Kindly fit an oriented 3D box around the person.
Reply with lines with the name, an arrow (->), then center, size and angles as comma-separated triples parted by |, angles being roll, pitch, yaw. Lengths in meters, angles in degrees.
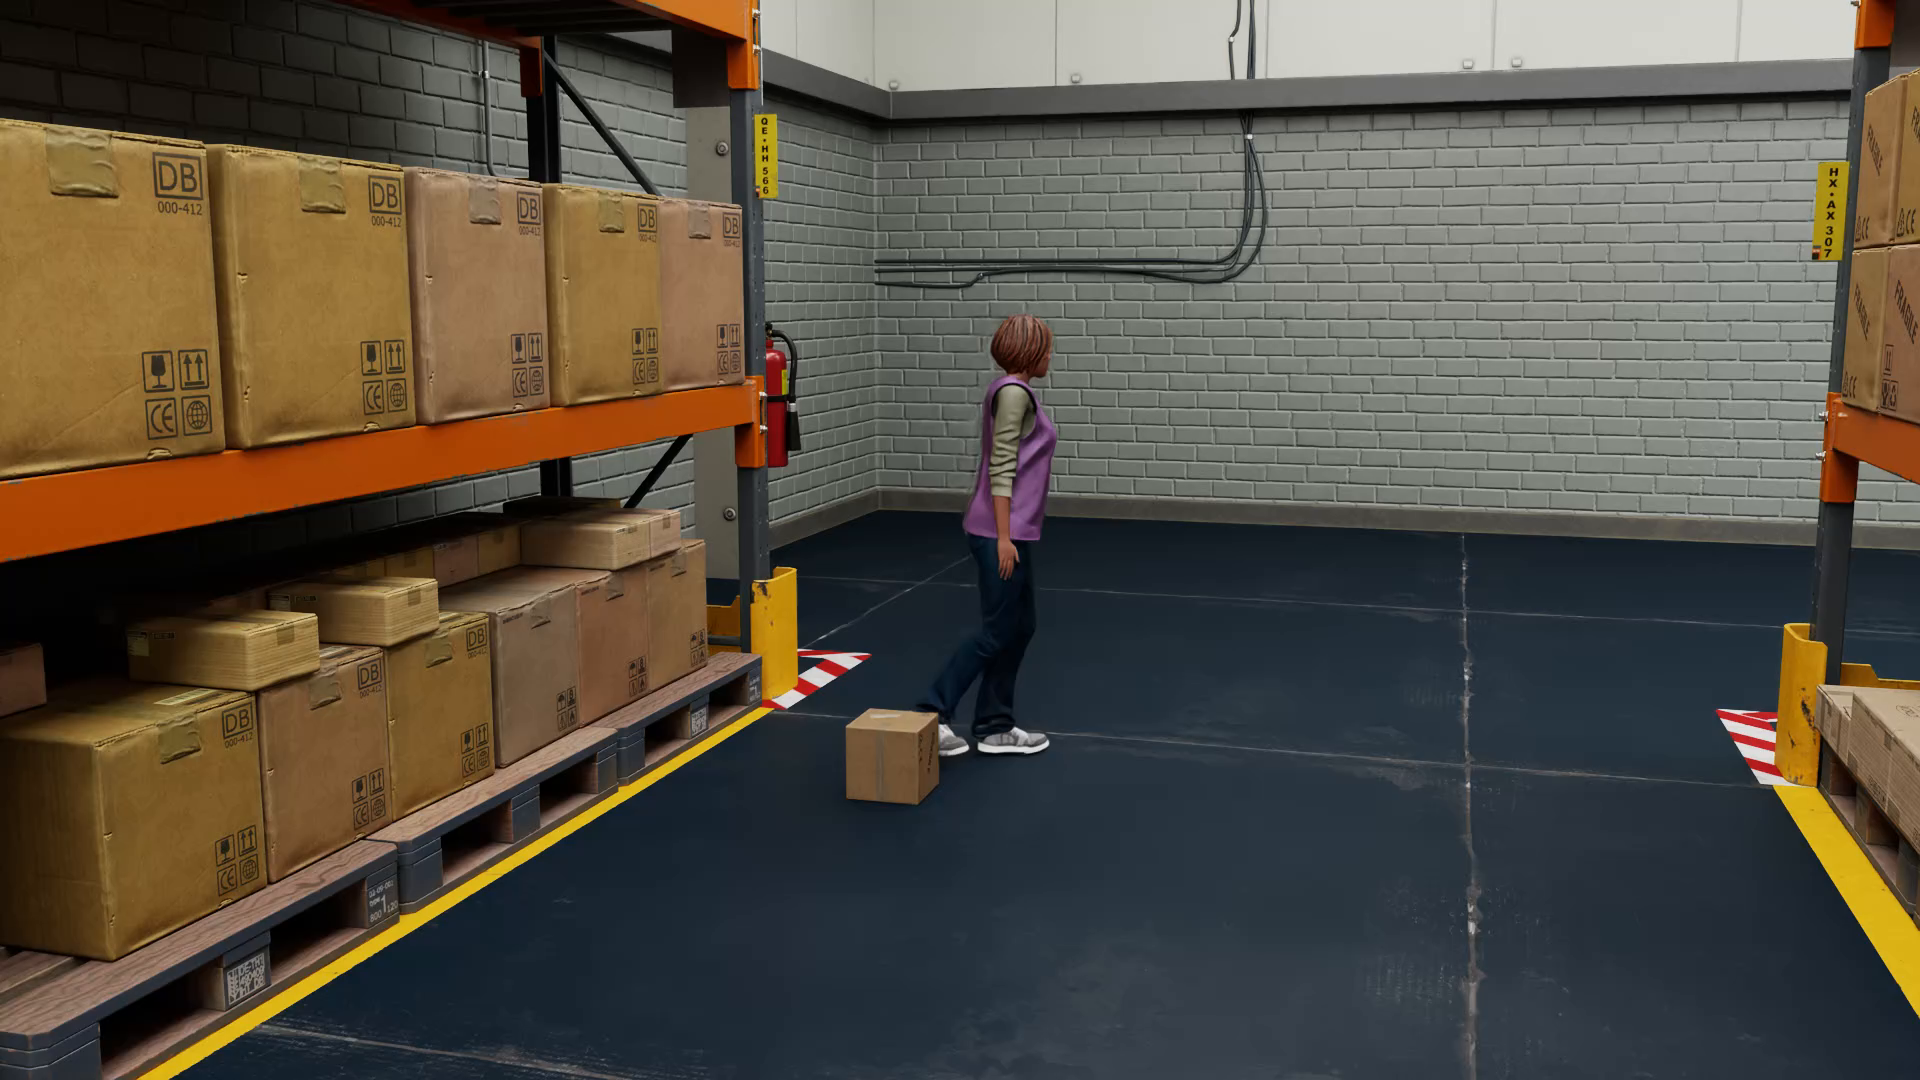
person -> 0.086, -0.005, 5.919 | 0.508, 1.586, 0.470 | 0, 9, 1
